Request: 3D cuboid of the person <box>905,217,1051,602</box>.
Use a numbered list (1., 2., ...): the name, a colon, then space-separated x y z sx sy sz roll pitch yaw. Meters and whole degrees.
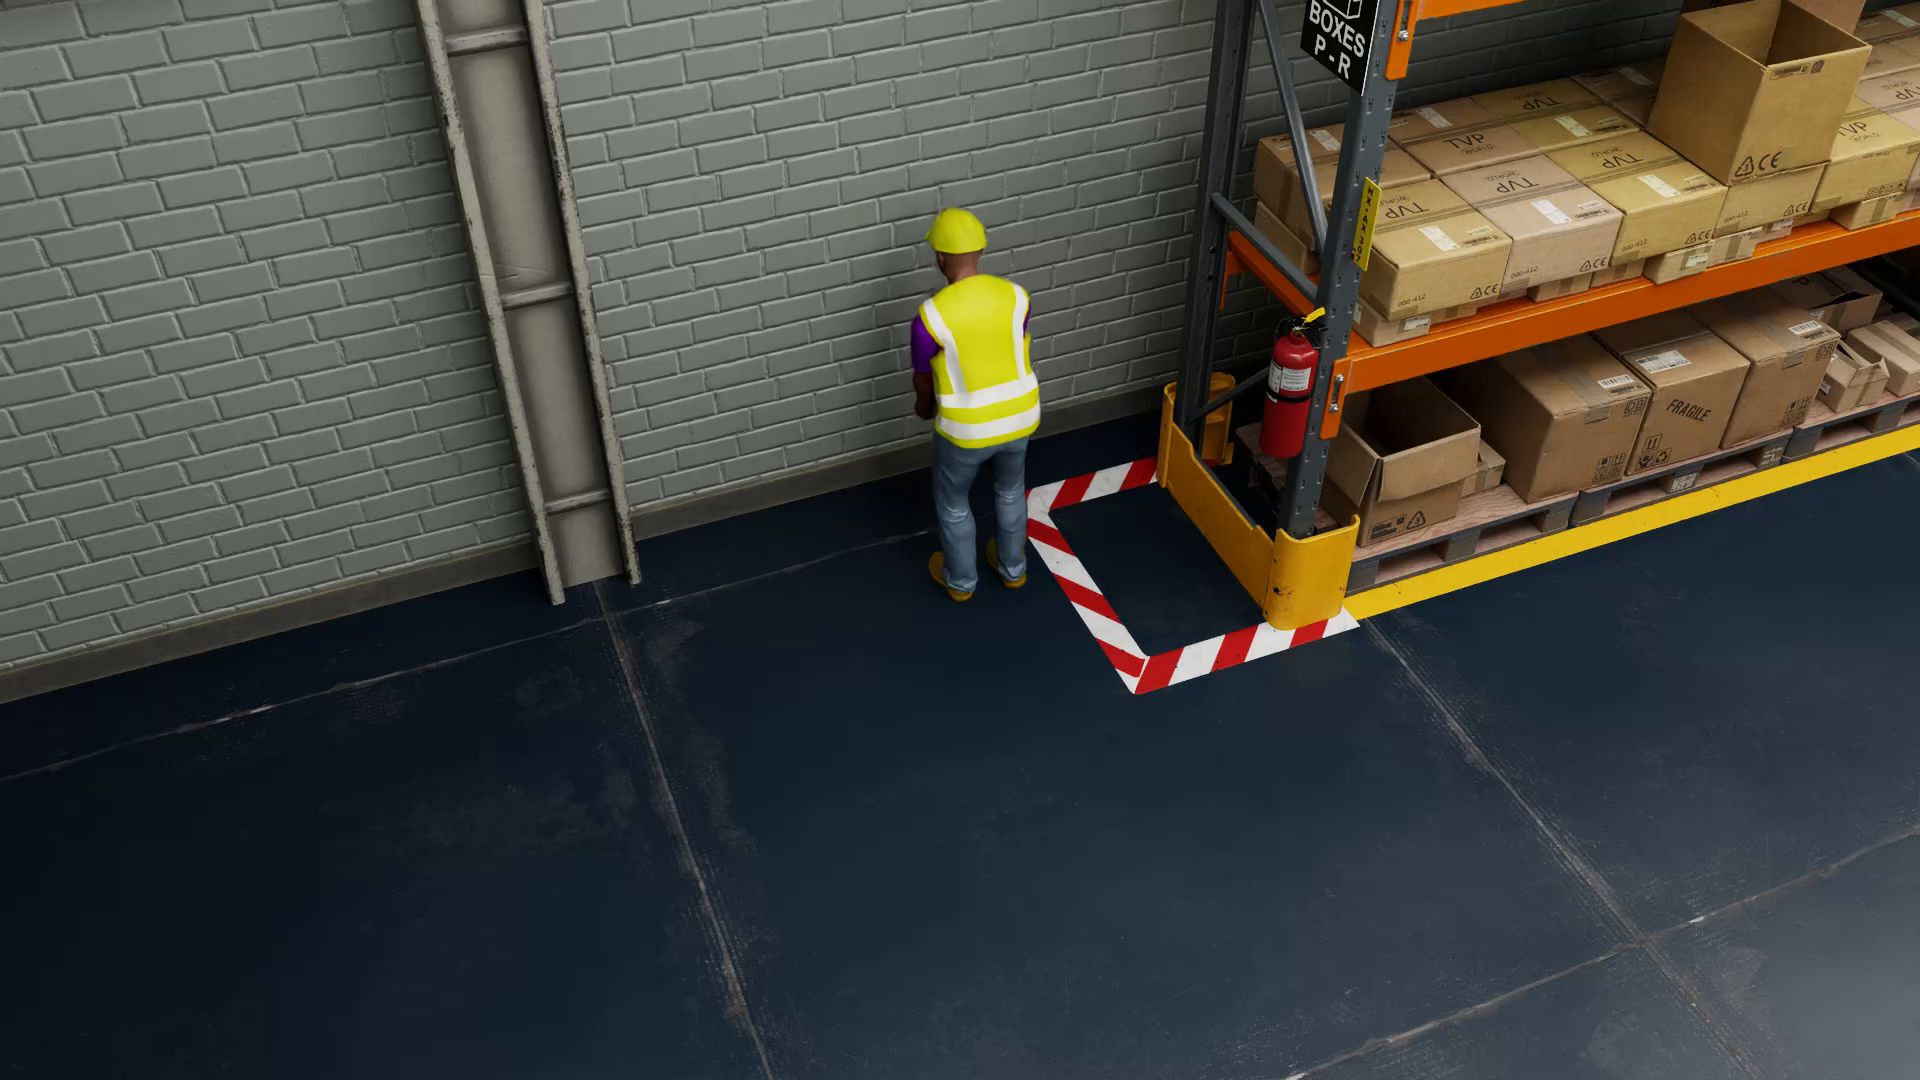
1. person: 0.066 -0.489 6.700 0.631 1.759 0.461 -18 45 -19
